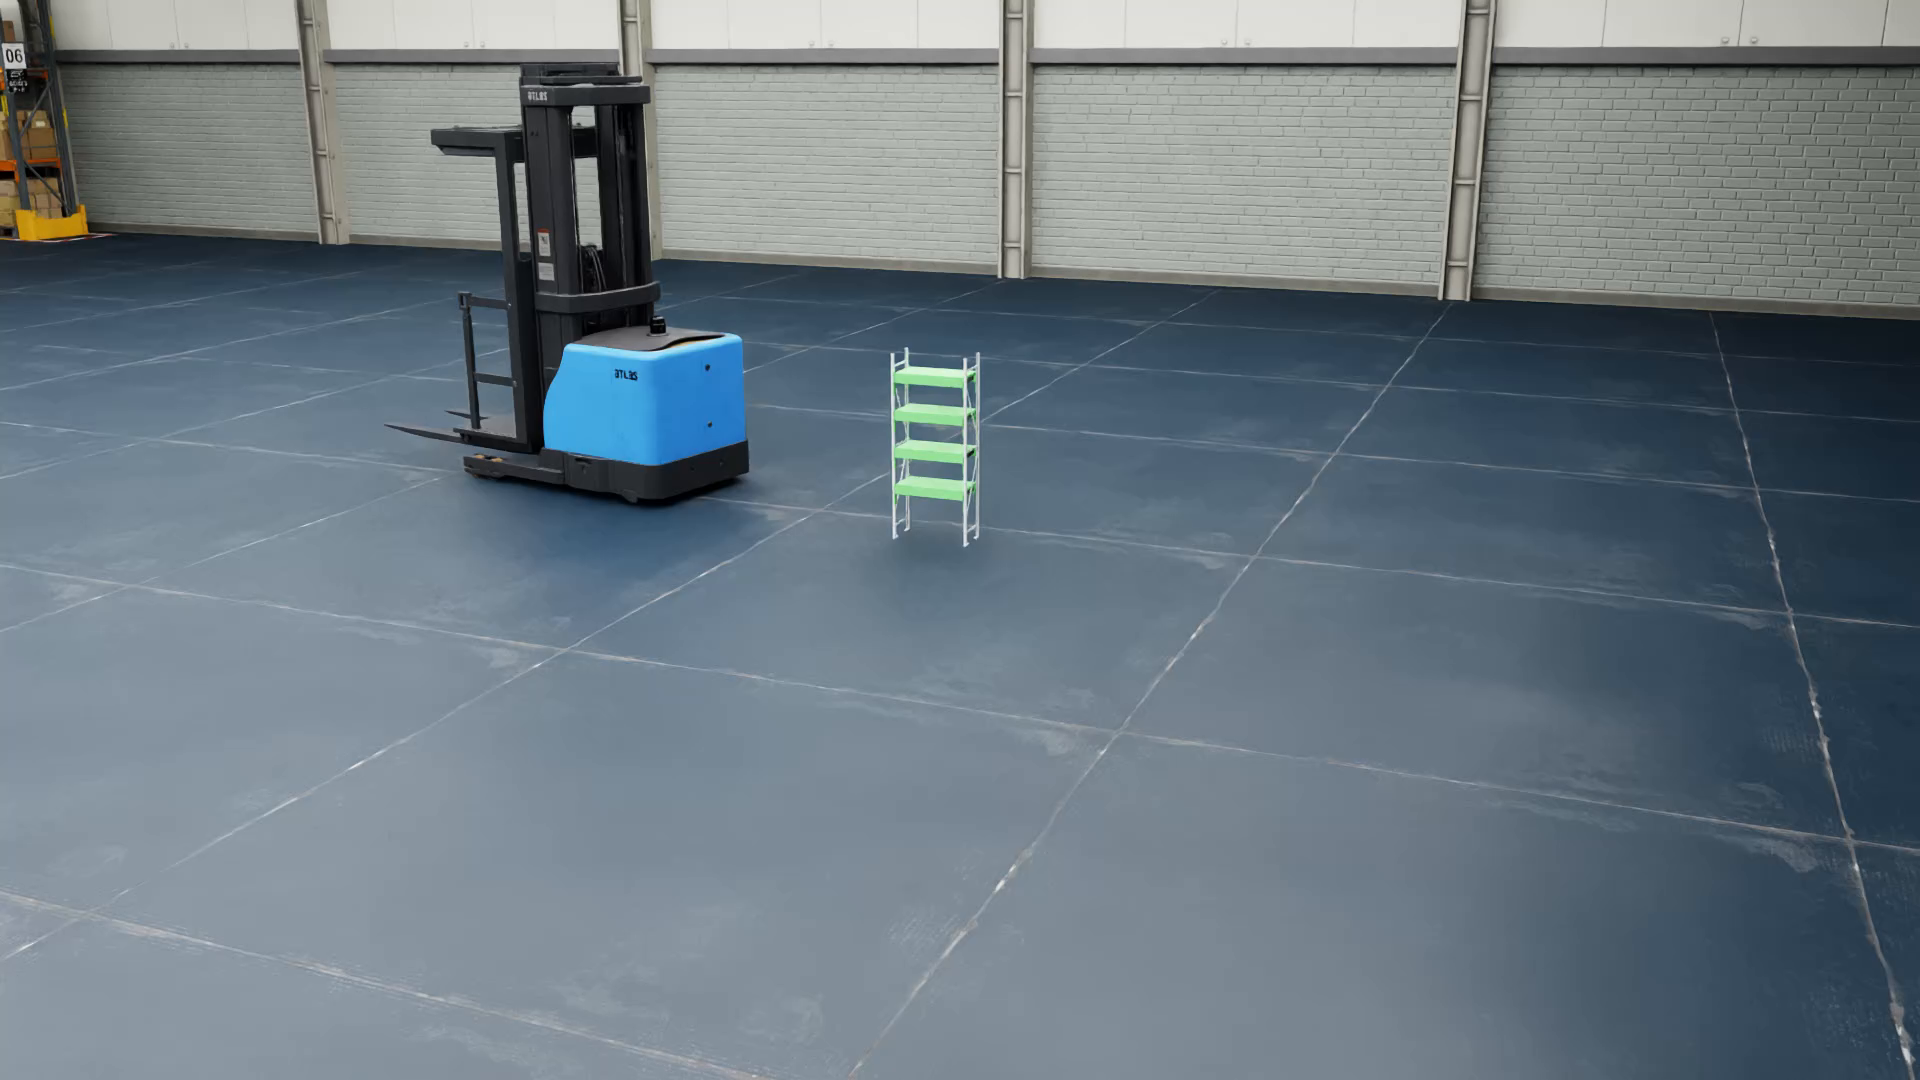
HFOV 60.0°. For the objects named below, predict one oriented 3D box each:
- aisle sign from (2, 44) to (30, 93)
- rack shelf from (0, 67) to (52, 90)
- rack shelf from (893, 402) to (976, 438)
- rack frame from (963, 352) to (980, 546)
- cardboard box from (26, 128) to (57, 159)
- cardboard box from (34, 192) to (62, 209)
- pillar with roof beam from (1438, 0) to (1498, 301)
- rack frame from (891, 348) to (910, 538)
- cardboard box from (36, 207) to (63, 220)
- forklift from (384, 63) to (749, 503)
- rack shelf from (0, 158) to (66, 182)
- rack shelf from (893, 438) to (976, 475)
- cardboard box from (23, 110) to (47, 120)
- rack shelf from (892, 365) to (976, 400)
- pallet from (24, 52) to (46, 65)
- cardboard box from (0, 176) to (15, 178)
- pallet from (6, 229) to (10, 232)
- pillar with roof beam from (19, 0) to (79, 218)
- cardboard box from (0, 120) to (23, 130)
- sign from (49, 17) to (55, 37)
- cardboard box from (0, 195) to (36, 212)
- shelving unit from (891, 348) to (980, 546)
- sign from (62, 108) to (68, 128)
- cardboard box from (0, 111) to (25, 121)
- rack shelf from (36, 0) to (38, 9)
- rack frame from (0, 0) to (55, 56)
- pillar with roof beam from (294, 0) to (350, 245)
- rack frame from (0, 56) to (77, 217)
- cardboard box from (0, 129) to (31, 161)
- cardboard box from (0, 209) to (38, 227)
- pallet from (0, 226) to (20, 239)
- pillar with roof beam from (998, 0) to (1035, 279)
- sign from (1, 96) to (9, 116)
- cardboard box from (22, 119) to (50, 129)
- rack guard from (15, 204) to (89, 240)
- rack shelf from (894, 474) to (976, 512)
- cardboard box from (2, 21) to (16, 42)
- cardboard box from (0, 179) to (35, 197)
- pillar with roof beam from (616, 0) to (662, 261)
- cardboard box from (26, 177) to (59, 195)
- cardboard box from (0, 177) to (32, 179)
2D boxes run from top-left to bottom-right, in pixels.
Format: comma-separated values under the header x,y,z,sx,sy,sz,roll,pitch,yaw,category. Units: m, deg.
x,y,z,sx,sy,sz,roll,pitch,yaw,category
-15.706,-7.848,27.664,0.004,0.787,0.394,6,17,21,aisle sign
-17.520,-7.982,28.699,4.000,0.370,1.077,6,17,21,rack shelf
-0.154,-0.762,10.516,0.480,0.148,0.258,6,17,21,rack shelf
0.073,-0.568,10.479,0.015,1.200,0.240,6,17,21,rack frame
-16.019,-6.853,28.721,0.500,0.500,0.500,7,18,22,cardboard box
-16.021,-5.906,28.918,0.500,0.250,0.500,7,17,22,cardboard box
4.770,-6.297,16.223,0.400,9.000,9.100,6,17,21,pillar with roof beam
-0.381,-0.618,10.651,0.015,1.200,0.240,6,17,21,rack frame
-16.045,-5.665,28.985,0.500,0.250,0.500,6,17,21,cardboard box
-3.057,-1.954,12.146,3.031,2.935,1.130,10,19,31,forklift
-17.520,-6.542,29.117,4.000,0.370,1.077,6,17,21,rack shelf
-0.154,-0.532,10.583,0.480,0.148,0.258,6,17,21,rack shelf
-15.894,-7.275,28.475,0.250,0.149,0.380,6,17,20,cardboard box
-0.154,-0.993,10.449,0.480,0.148,0.258,6,17,21,rack shelf
-16.308,-8.160,28.178,1.213,0.211,1.003,6,17,21,pallet
-16.965,-6.246,29.195,0.500,0.250,0.500,6,17,20,cardboard box
-17.517,-5.536,29.364,1.213,0.211,1.003,6,17,21,pallet
-17.556,-8.752,24.680,0.400,9.000,9.100,6,17,21,pillar with roof beam
-16.085,-7.005,28.080,0.250,0.149,0.380,7,17,21,cardboard box
-15.450,-8.724,28.255,0.005,0.325,0.100,6,17,21,sign
-16.227,-5.773,28.459,0.500,0.250,0.500,6,17,20,cardboard box
-0.154,-0.593,10.565,0.503,1.200,0.258,6,17,21,shelving unit
-15.450,-7.280,28.674,0.005,0.325,0.100,6,17,21,sign
-16.070,-7.167,28.104,0.250,0.149,0.380,6,17,21,cardboard box
-17.520,-9.231,28.336,4.000,0.370,1.077,6,17,21,rack shelf
-15.660,-9.564,27.476,0.127,3.000,1.000,6,17,21,rack frame
-11.975,-8.138,22.566,0.400,9.000,9.100,6,17,21,pillar with roof beam
-15.660,-6.683,28.312,0.127,3.000,1.000,6,17,21,rack frame
-16.214,-6.713,28.237,0.500,0.500,0.500,6,17,19,cardboard box
-16.213,-5.530,28.520,0.500,0.250,0.500,6,17,21,cardboard box
-16.386,-5.411,28.933,1.213,0.211,1.003,6,17,21,pallet
-0.812,-6.911,18.338,0.400,9.000,9.100,6,17,21,pillar with roof beam
-15.872,-7.213,27.638,0.005,0.325,0.100,6,17,21,sign
-15.880,-7.144,28.559,0.250,0.149,0.380,6,17,19,cardboard box
-15.637,-5.480,28.652,0.348,0.500,1.175,6,17,21,rack guard
-0.154,-0.301,10.649,0.480,0.148,0.258,6,17,21,rack shelf
-16.161,-8.403,27.746,0.500,0.500,0.500,7,18,22,cardboard box
-16.202,-6.010,28.381,0.500,0.250,0.500,7,18,22,cardboard box
-6.393,-7.524,20.452,0.400,9.000,9.100,6,17,21,pillar with roof beam
-16.037,-6.142,28.836,0.500,0.250,0.500,6,17,20,cardboard box
-16.503,-6.192,29.009,0.500,0.250,0.500,6,17,21,cardboard box
